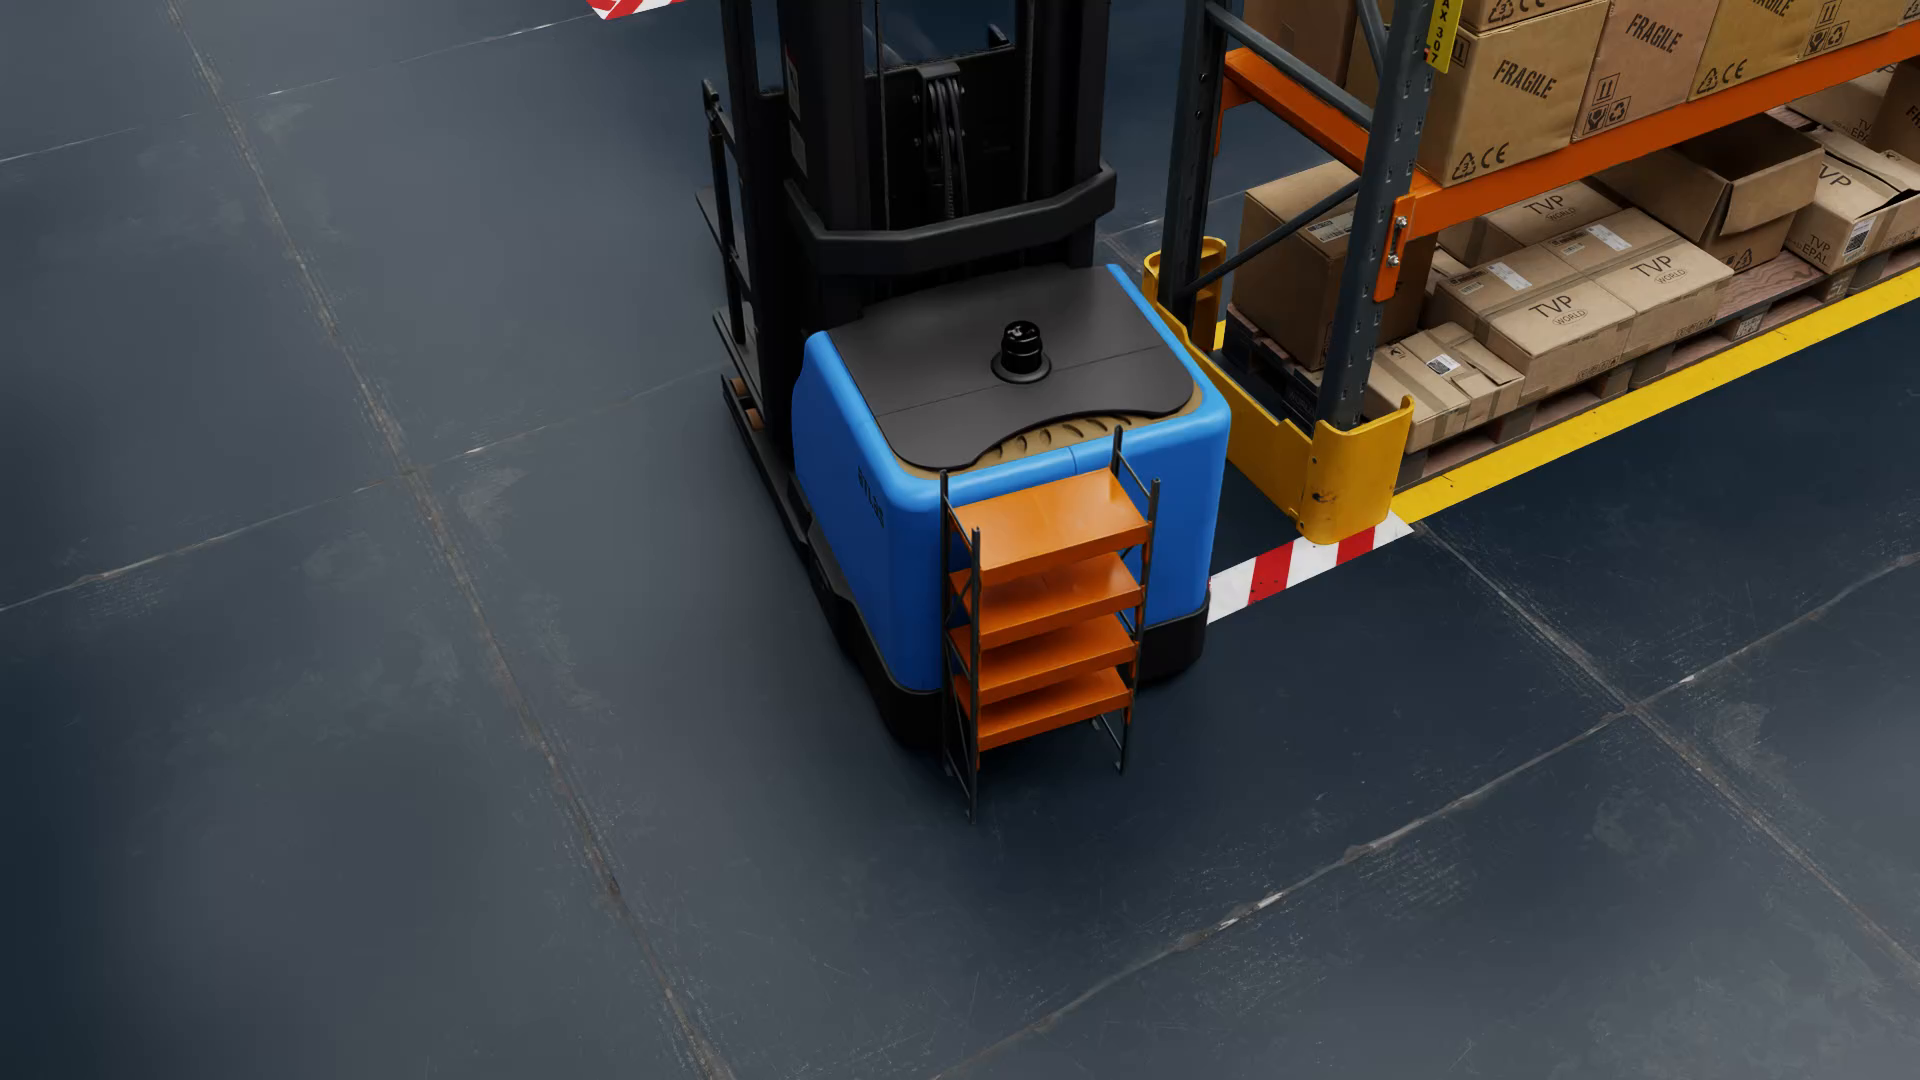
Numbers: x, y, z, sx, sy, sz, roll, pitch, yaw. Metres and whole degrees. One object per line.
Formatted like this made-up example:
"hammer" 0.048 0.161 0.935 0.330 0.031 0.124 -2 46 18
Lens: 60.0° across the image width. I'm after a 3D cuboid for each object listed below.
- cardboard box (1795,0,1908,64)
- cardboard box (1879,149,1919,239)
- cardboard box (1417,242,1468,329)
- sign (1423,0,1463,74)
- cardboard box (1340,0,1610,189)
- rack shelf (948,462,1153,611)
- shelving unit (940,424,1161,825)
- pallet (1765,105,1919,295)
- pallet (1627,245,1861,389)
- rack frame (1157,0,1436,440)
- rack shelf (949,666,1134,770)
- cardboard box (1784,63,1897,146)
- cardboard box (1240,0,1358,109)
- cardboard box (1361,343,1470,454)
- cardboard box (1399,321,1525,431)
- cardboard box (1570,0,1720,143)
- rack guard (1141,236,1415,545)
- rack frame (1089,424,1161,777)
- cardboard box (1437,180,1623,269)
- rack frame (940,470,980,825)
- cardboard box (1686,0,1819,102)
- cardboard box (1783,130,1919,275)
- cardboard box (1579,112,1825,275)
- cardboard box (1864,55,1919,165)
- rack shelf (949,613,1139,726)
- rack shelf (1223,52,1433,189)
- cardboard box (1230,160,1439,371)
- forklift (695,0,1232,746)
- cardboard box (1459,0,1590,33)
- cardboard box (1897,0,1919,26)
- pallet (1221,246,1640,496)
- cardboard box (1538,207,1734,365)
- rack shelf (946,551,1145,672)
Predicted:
"cardboard box" 2.855 -1.985 5.570 0.500 0.500 0.500 -21 48 -20
"cardboard box" 3.844 -1.415 6.785 0.250 0.149 0.380 -22 48 -21
"cardboard box" 1.768 -0.992 6.337 0.250 0.166 0.380 -22 48 -21
"sign" 1.294 -1.411 4.428 0.005 0.325 0.100 -22 48 -21
"cardboard box" 1.540 -1.458 5.027 0.500 0.500 0.500 -21 48 -20
"rack shelf" 0.226 -0.013 4.337 0.480 0.148 0.258 -15 46 -15
"shelving unit" 0.226 0.268 4.612 0.503 1.200 0.258 -15 46 -15
"pallet" 3.896 -1.577 7.223 1.213 0.211 1.003 -22 48 -21
"pallet" 2.837 -1.151 6.784 1.213 0.211 1.003 -22 48 -21
"rack frame" 1.024 -1.428 5.067 0.127 3.000 1.000 -22 48 -21
"rack shelf" 0.226 0.458 4.797 0.480 0.148 0.258 -15 46 -15
"cardboard box" 4.020 -1.993 7.265 0.500 0.311 0.500 -22 48 -21
"cardboard box" 1.276 -1.783 5.362 0.500 0.500 0.500 -20 48 -20
"cardboard box" 1.558 -0.500 5.843 0.250 0.149 0.380 -22 48 -21
"cardboard box" 1.775 -0.593 5.926 0.250 0.166 0.380 -22 48 -21
"cardboard box" 1.984 -1.640 5.215 0.500 0.500 0.500 -22 48 -21
"rack guard" 1.089 -0.557 5.965 0.348 0.500 1.175 -22 48 -21
"rack frame" 0.453 0.206 4.676 0.015 1.200 0.240 -15 46 -15
"cardboard box" 2.211 -1.248 6.540 0.500 0.250 0.500 -22 48 -21
"rack frame" -0.001 0.330 4.548 0.015 1.200 0.240 -15 46 -15
"cardboard box" 2.421 -1.813 5.392 0.500 0.500 0.500 -22 48 -21
"cardboard box" 3.489 -1.379 6.632 0.500 0.311 0.500 -22 48 -21
"cardboard box" 2.865 -1.422 6.539 0.637 0.503 0.797 -22 48 -21
"cardboard box" 4.139 -1.707 6.834 0.500 0.500 0.500 -22 48 -21
"rack shelf" 0.226 0.316 4.659 0.480 0.148 0.258 -15 46 -15
"rack shelf" 2.758 -1.933 5.965 3.809 0.124 0.919 -22 48 -21
"cardboard box" 1.372 -1.026 6.132 0.500 0.500 0.500 -22 48 -21
"forklift" -0.236 -1.471 5.162 1.130 2.935 3.031 -15 46 -15
"cardboard box" 1.540 -1.817 4.679 0.500 0.500 0.500 -20 48 -20
"cardboard box" 3.296 -2.164 5.754 0.500 0.500 0.500 -21 48 -20
"pallet" 1.780 -0.730 6.351 1.213 0.211 1.003 -22 48 -21
"cardboard box" 2.503 -0.963 6.247 0.500 0.250 0.500 -22 48 -21
"rack shelf" 0.226 0.156 4.502 0.480 0.148 0.258 -15 46 -15
